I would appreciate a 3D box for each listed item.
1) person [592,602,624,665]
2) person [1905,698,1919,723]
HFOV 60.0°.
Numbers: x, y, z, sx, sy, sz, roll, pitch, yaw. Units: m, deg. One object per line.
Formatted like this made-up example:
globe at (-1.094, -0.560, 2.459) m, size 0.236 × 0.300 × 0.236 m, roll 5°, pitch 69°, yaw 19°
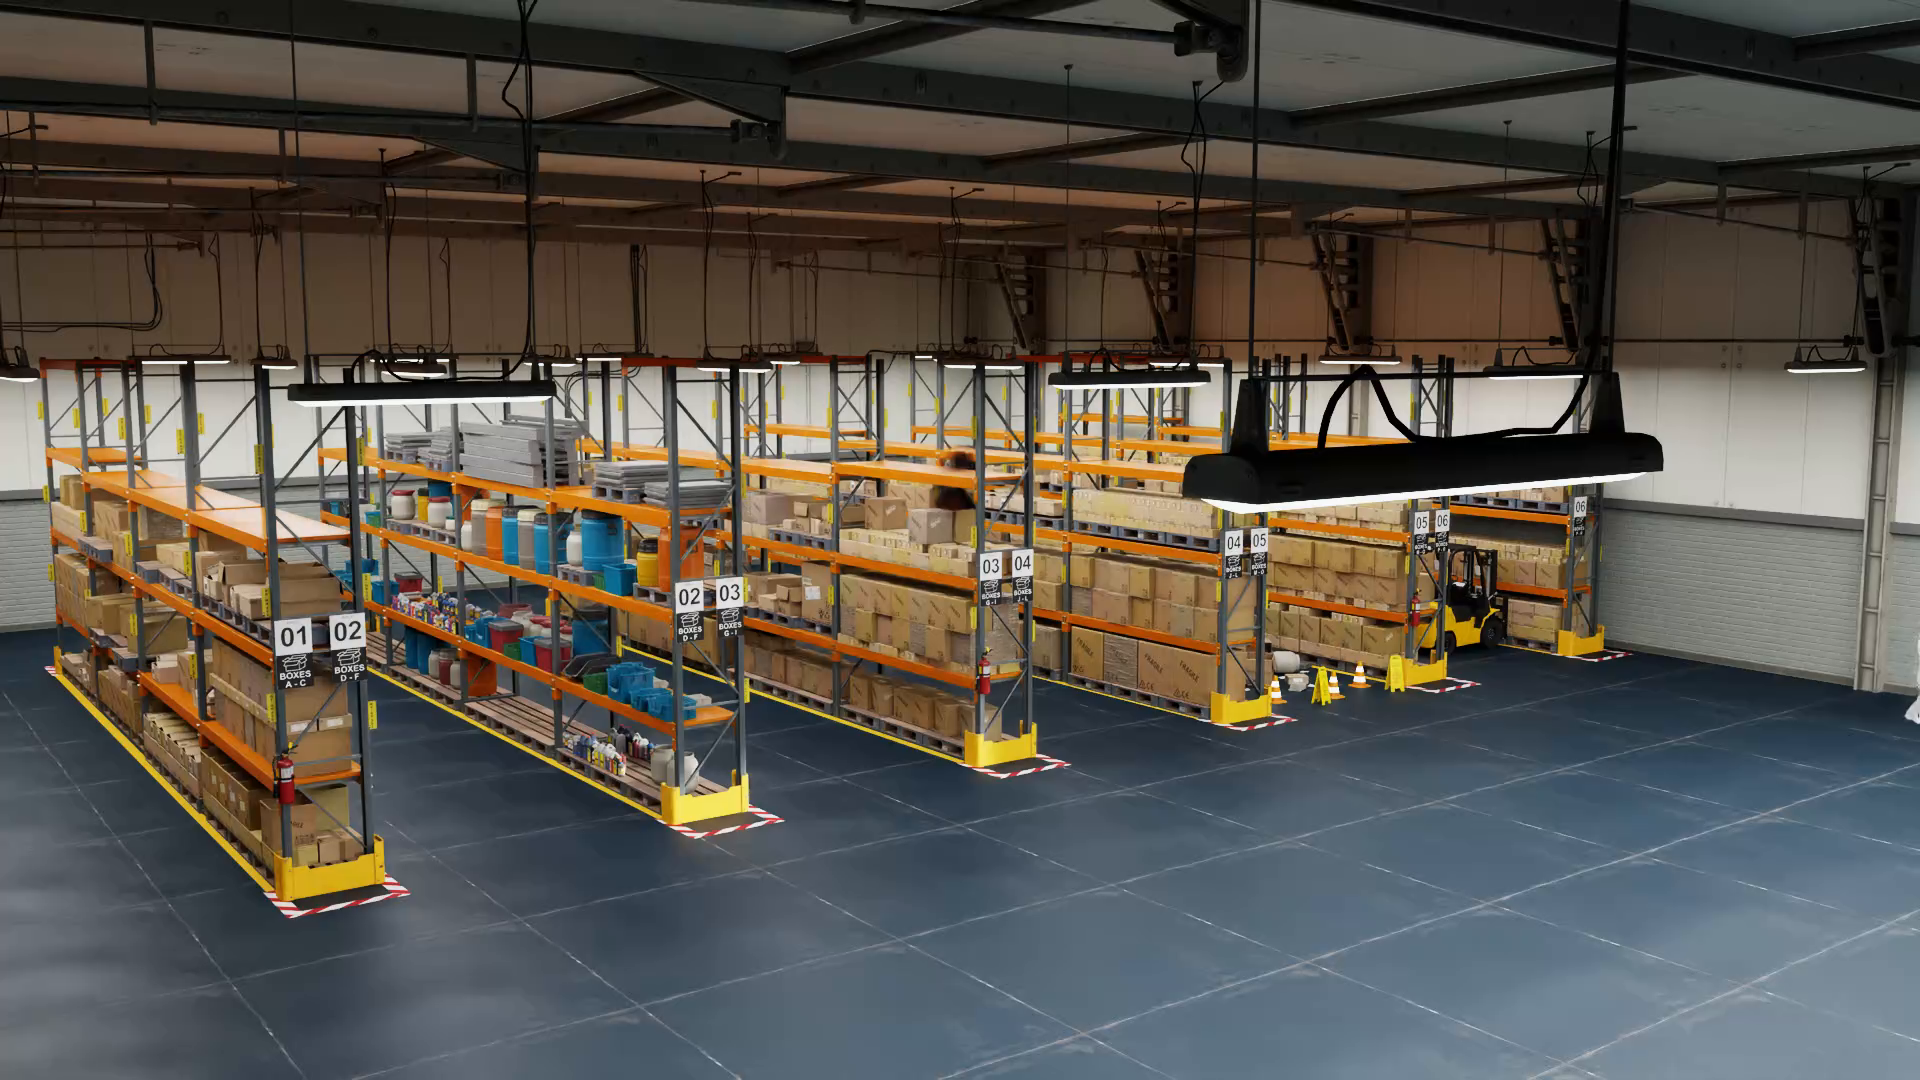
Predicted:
person at (-6.508, 1.767, 30.743) m, size 0.685 × 1.826 × 0.776 m, roll -6°, pitch 9°, yaw -43°
person at (16.011, 2.250, 27.267) m, size 0.718 × 1.735 × 0.829 m, roll -6°, pitch 9°, yaw -39°
